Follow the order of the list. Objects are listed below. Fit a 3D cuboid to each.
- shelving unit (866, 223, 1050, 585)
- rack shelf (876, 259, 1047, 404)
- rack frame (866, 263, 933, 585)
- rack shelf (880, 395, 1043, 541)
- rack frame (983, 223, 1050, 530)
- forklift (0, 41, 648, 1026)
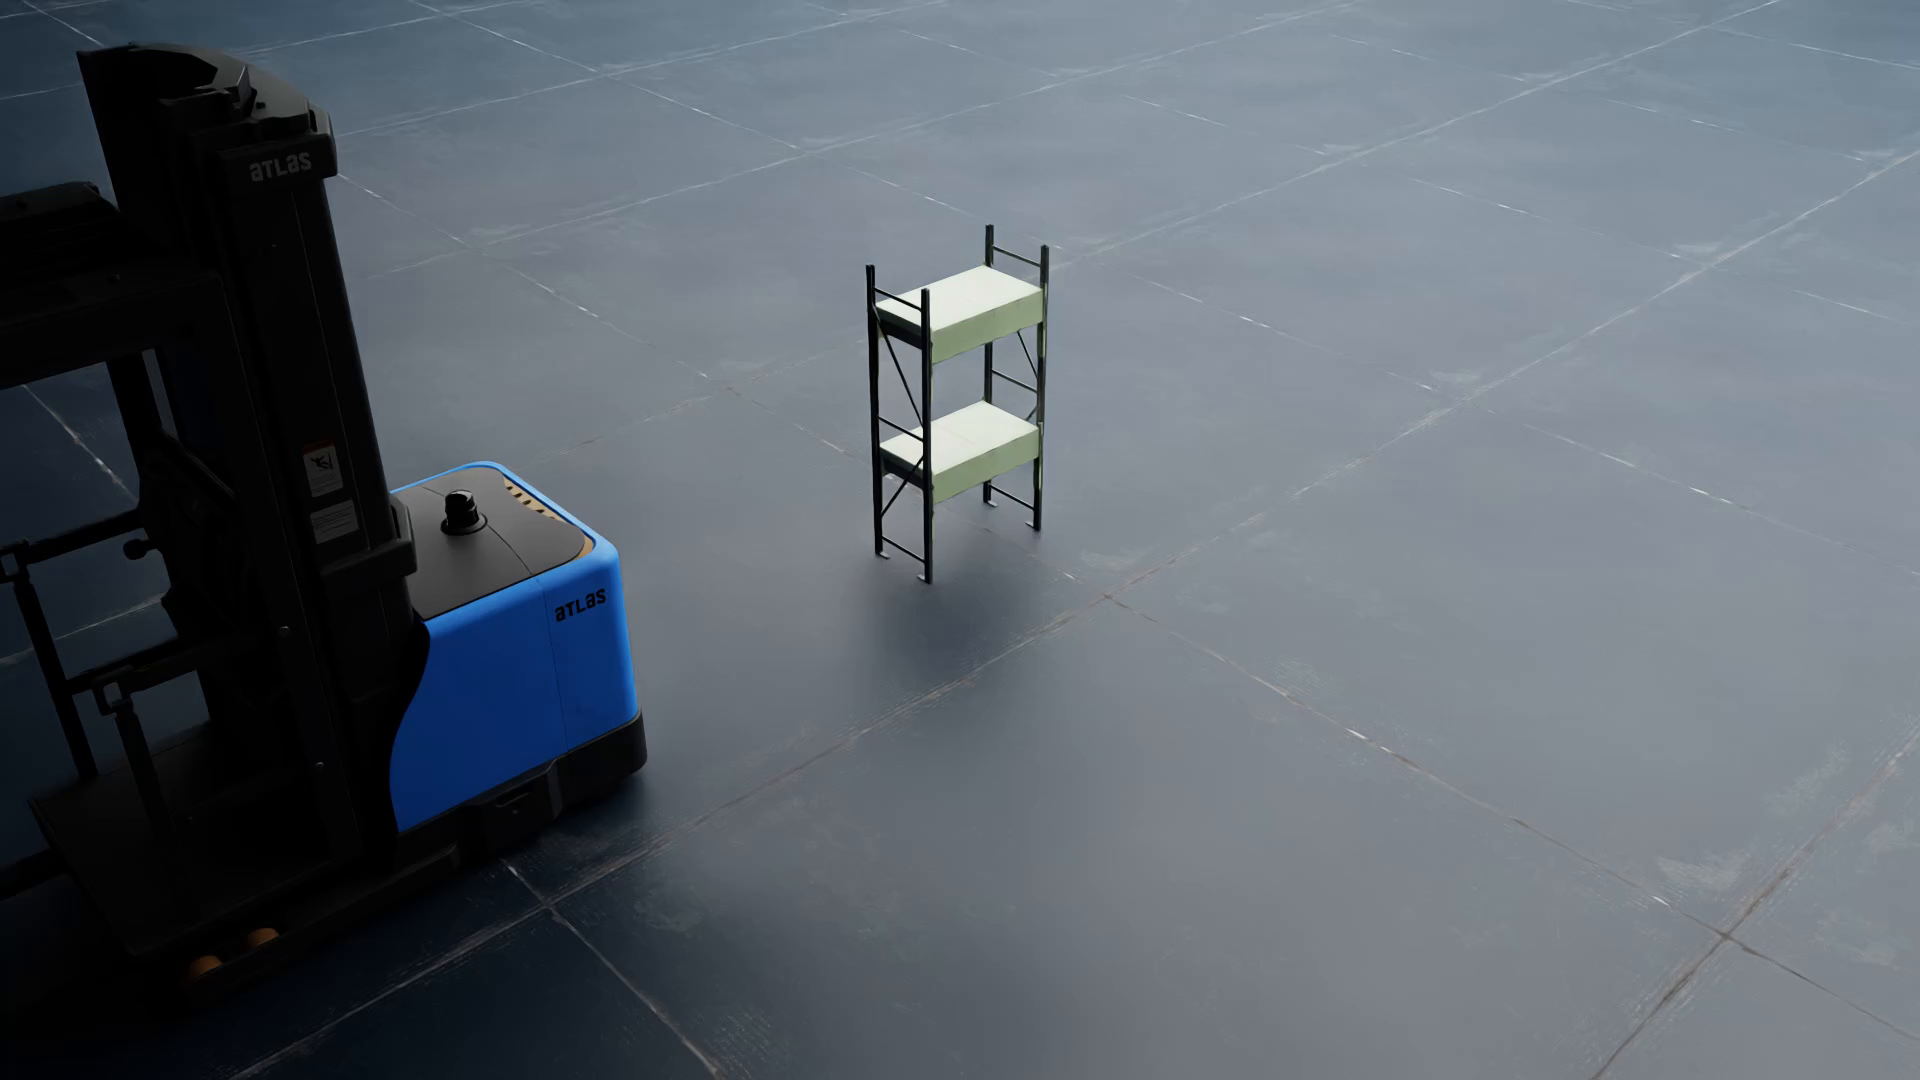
[{"bbox_3d":[-0.005,-0.637,7.855,0.755,1.500,0.431,-26,40,-35],"label":"shelving unit"},{"bbox_3d":[-0.005,-0.970,7.651,0.720,0.370,0.431,-26,40,-35],"label":"rack shelf"},{"bbox_3d":[-0.273,-0.508,7.643,0.023,1.500,0.400,-26,40,-35],"label":"rack frame"},{"bbox_3d":[-0.005,-0.359,8.025,0.720,0.370,0.431,-26,40,-35],"label":"rack shelf"},{"bbox_3d":[0.264,-0.767,8.067,0.023,1.500,0.400,-26,40,-35],"label":"rack frame"},{"bbox_3d":[-2.684,0.025,5.399,3.031,2.935,1.130,-25,40,-35],"label":"forklift"}]
